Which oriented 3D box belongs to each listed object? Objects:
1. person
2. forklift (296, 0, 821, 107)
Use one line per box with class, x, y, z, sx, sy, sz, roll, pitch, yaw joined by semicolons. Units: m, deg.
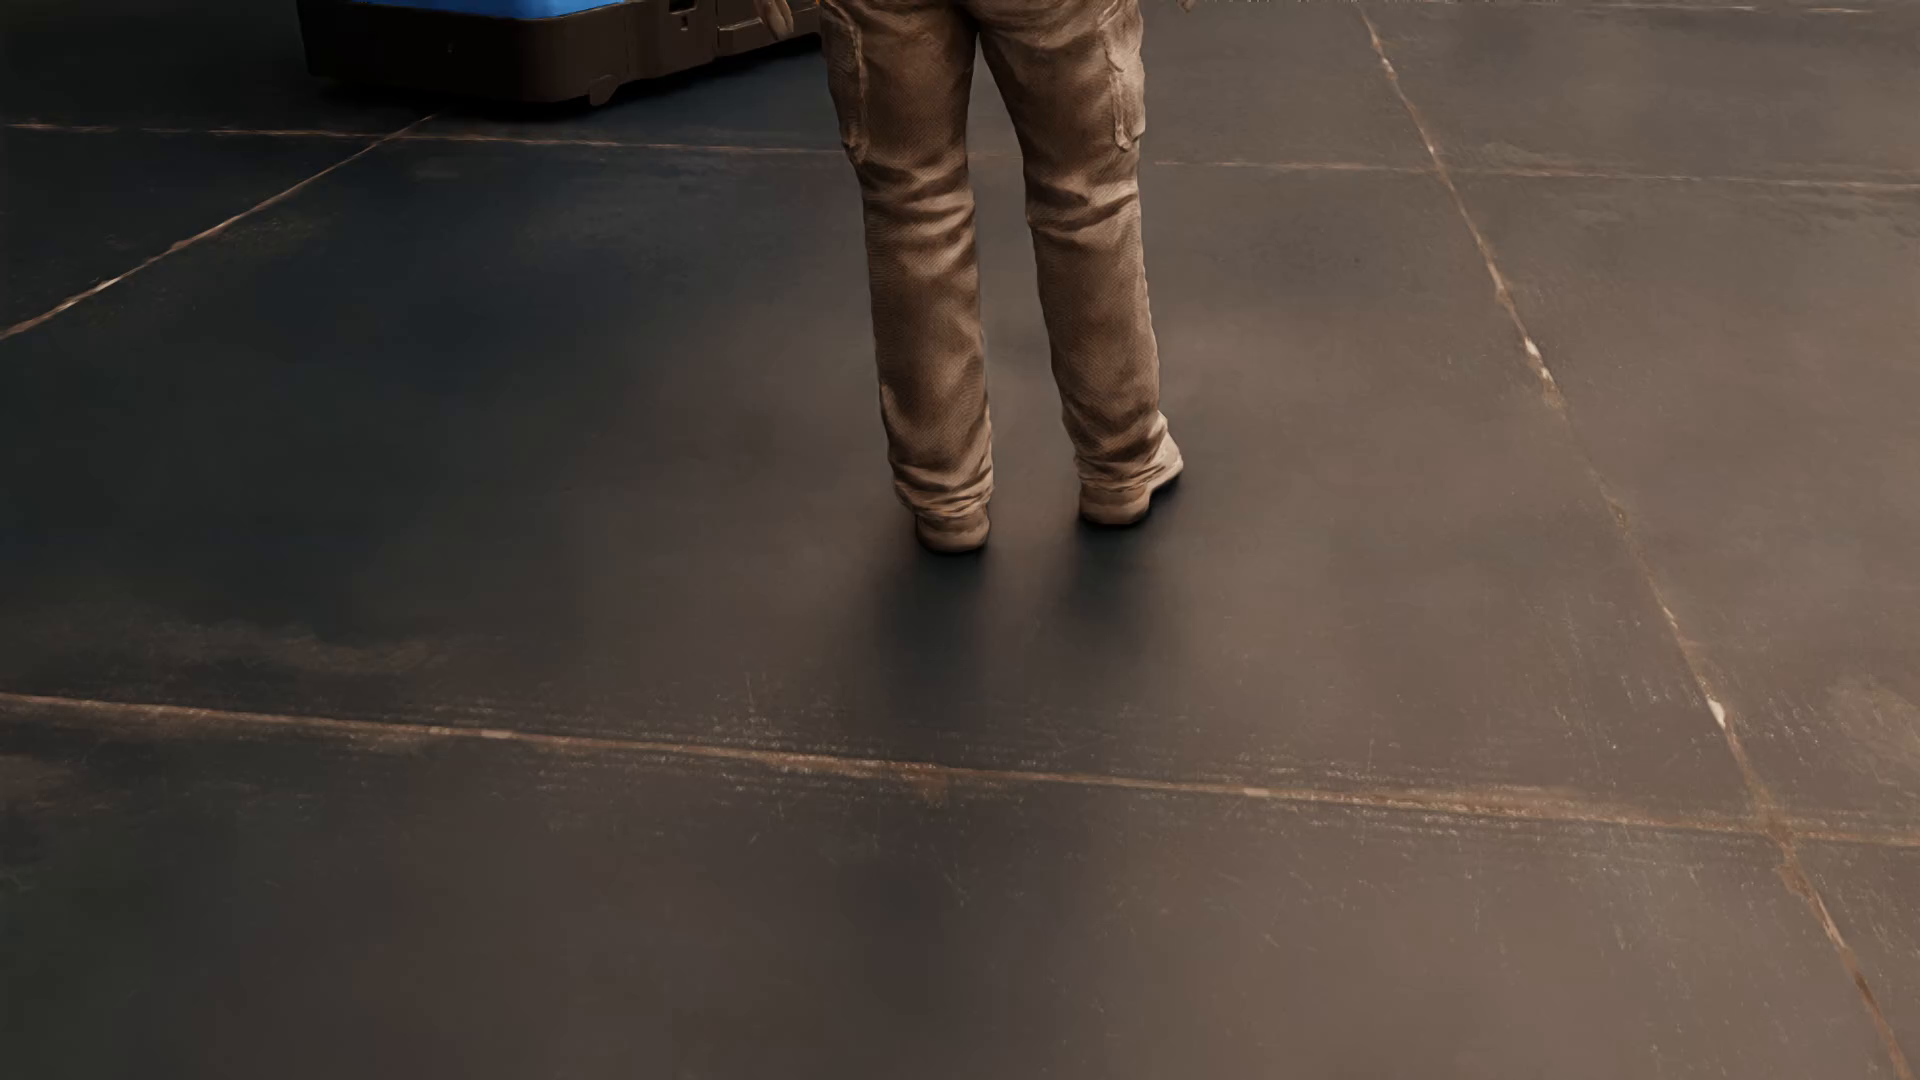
person;0.017;-0.833;2.163;0.655;1.777;0.576;3;27;7
forklift;-0.976;-3.238;5.708;1.130;2.935;3.031;13;29;24
